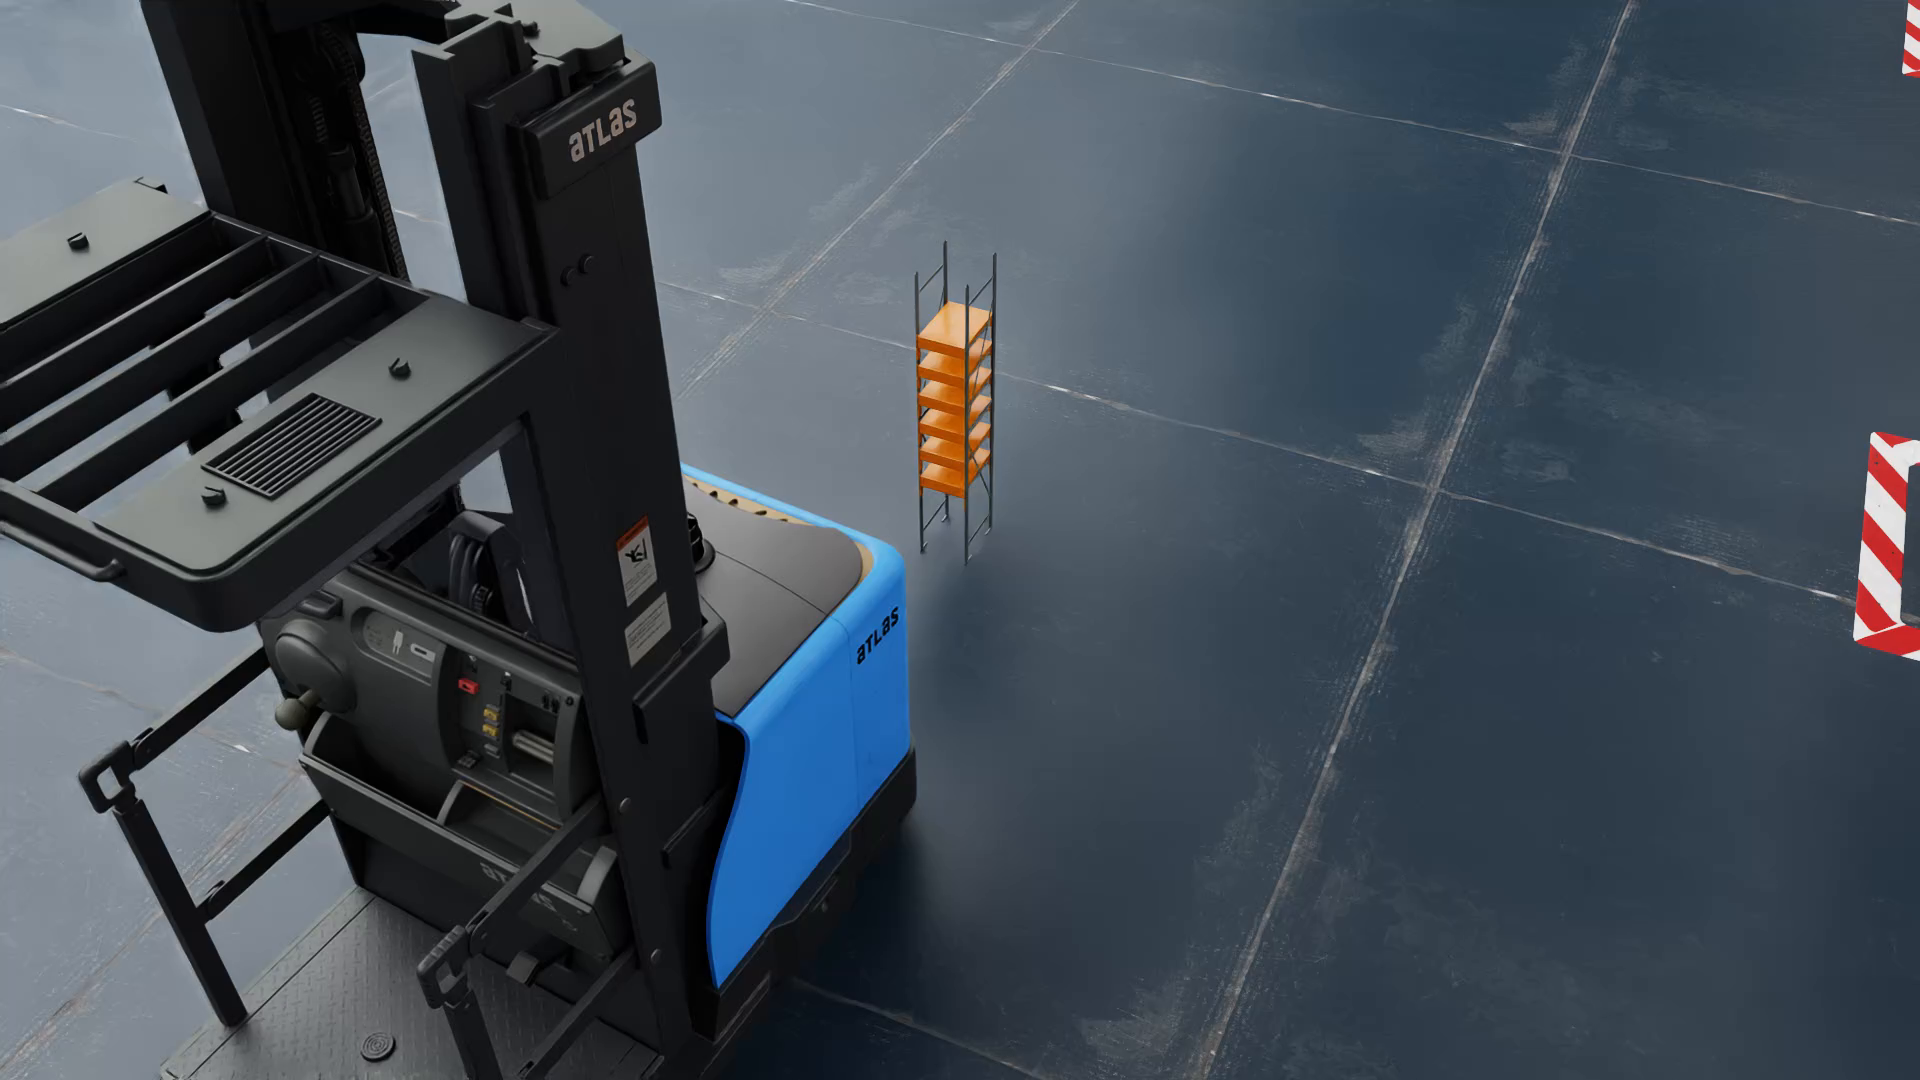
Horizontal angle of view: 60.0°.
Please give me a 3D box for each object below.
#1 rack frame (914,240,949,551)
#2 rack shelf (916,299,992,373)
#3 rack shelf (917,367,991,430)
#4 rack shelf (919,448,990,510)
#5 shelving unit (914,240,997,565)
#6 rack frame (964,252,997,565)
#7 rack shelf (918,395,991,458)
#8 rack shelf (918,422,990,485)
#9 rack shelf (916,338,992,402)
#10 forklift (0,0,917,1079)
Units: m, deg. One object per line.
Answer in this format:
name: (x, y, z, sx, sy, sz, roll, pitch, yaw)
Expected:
rack frame: (-0.096, -0.483, 5.891, 0.006, 1.200, 0.240, 17, 44, 19)
rack shelf: (-0.013, -0.696, 5.655, 0.180, 0.103, 0.258, 17, 44, 19)
rack shelf: (-0.013, -0.514, 5.812, 0.180, 0.103, 0.258, 17, 44, 19)
rack shelf: (-0.013, -0.242, 6.048, 0.180, 0.103, 0.258, 17, 44, 19)
shelving unit: (-0.013, -0.457, 5.862, 0.189, 1.200, 0.258, 17, 44, 19)
rack frame: (0.070, -0.432, 5.832, 0.006, 1.200, 0.240, 17, 44, 19)
rack shelf: (-0.013, -0.424, 5.891, 0.180, 0.103, 0.258, 17, 44, 19)
rack shelf: (-0.013, -0.333, 5.969, 0.180, 0.103, 0.258, 17, 44, 19)
rack shelf: (-0.013, -0.605, 5.734, 0.180, 0.103, 0.258, 17, 44, 19)
forklift: (-1.311, 0.405, 3.545, 1.130, 2.935, 3.031, 21, 45, 22)
